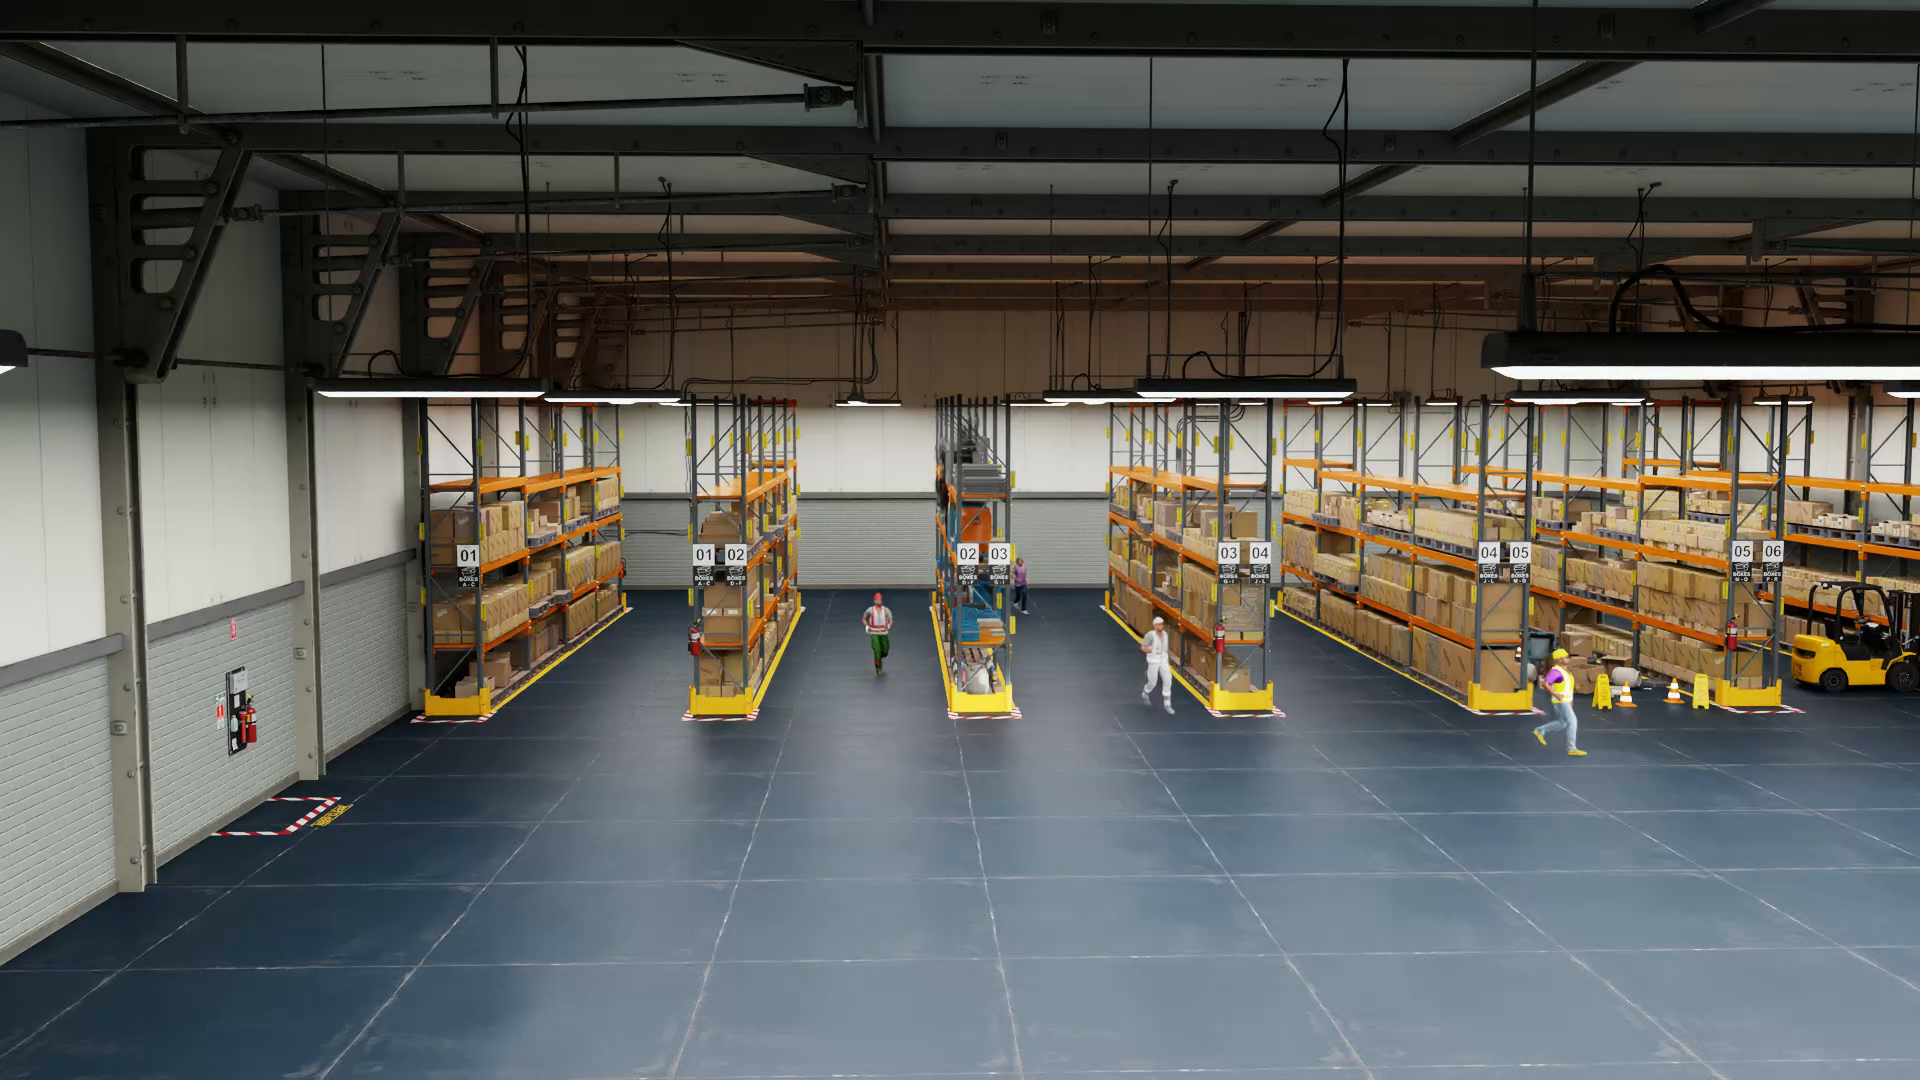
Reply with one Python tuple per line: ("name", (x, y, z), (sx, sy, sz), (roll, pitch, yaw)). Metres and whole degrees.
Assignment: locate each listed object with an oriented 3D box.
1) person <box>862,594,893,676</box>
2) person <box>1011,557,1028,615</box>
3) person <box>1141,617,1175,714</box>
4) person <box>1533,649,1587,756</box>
("person", (-1.769, 2.028, 35.886), (0.663, 1.748, 0.780), (-1, 5, -14))
("person", (1.672, 1.269, 46.558), (0.546, 1.575, 0.849), (-2, 5, -18))
("person", (3.729, 2.347, 31.548), (0.688, 1.797, 0.962), (-2, 5, -24))
("person", (9.963, 2.679, 27.586), (0.901, 1.744, 0.714), (3, 5, 32))
